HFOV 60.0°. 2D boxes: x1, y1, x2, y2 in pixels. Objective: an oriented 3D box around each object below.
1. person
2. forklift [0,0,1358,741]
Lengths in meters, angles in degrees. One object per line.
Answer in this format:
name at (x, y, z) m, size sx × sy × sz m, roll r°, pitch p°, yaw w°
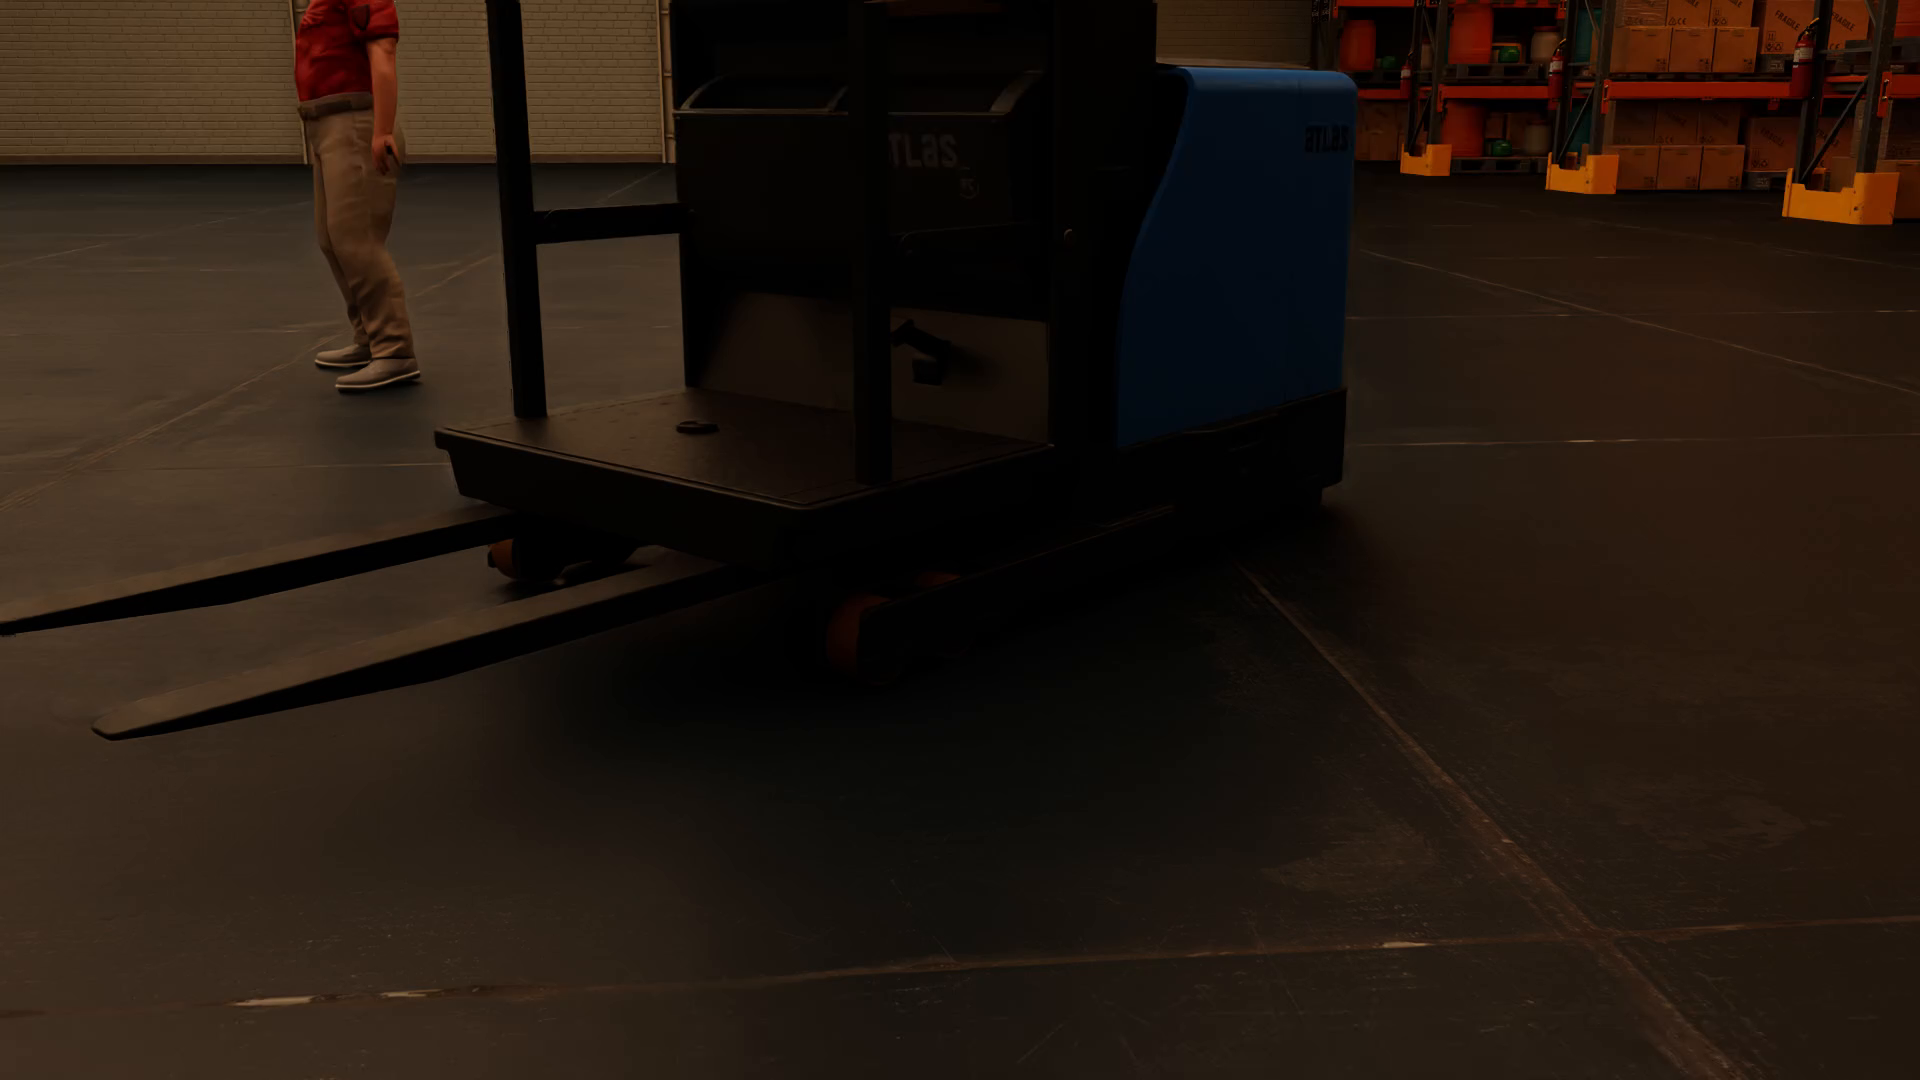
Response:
person at (-2.243, -1.454, 6.119) m, size 0.359 × 1.721 × 0.769 m, roll -7°, pitch 16°, yaw -26°
forklift at (-0.359, -1.301, 3.120) m, size 1.130 × 2.935 × 3.031 m, roll 12°, pitch 19°, yaw 38°
